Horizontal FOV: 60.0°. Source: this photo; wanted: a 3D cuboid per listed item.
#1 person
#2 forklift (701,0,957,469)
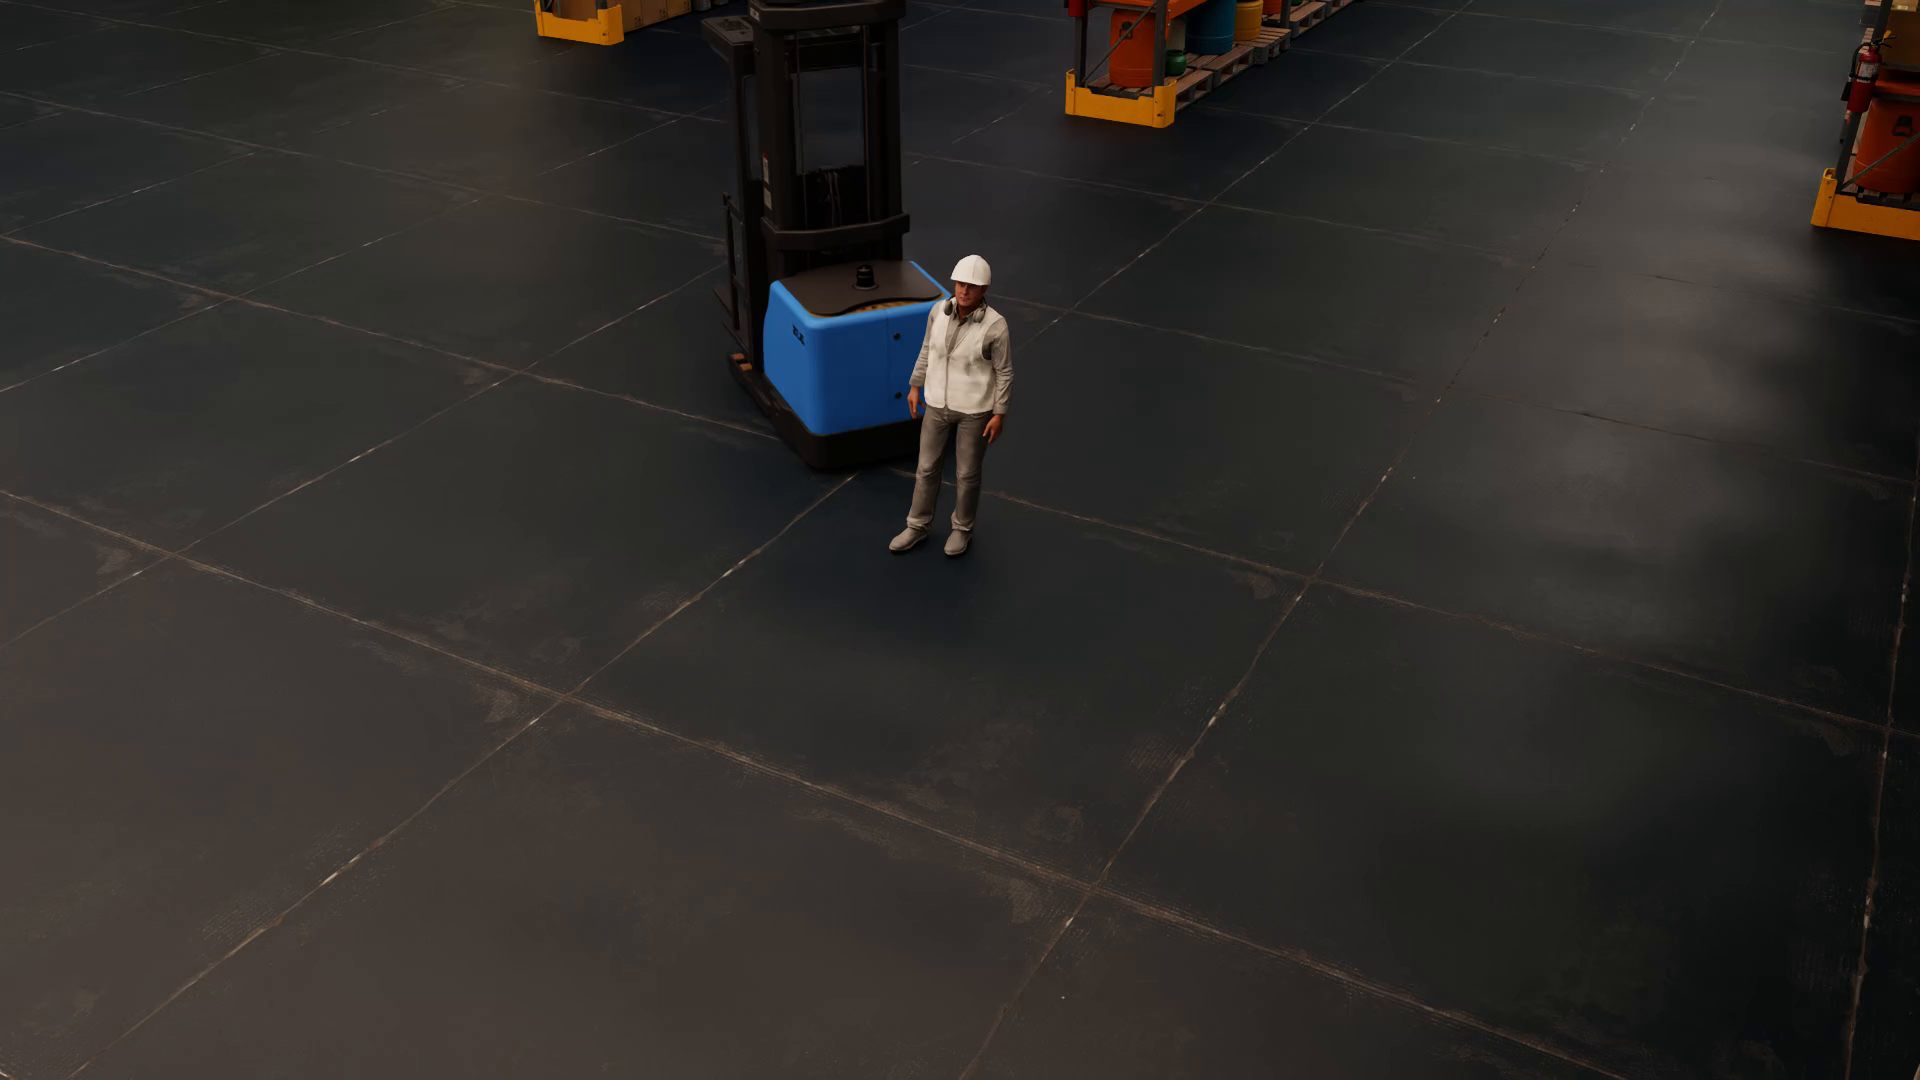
[{"bbox_3d":[-0.041,-0.751,9.513,0.624,1.774,0.568,15,33,25],"label":"person"},{"bbox_3d":[-1.040,-2.443,11.303,1.130,2.935,3.031,-12,32,-20],"label":"forklift"}]
